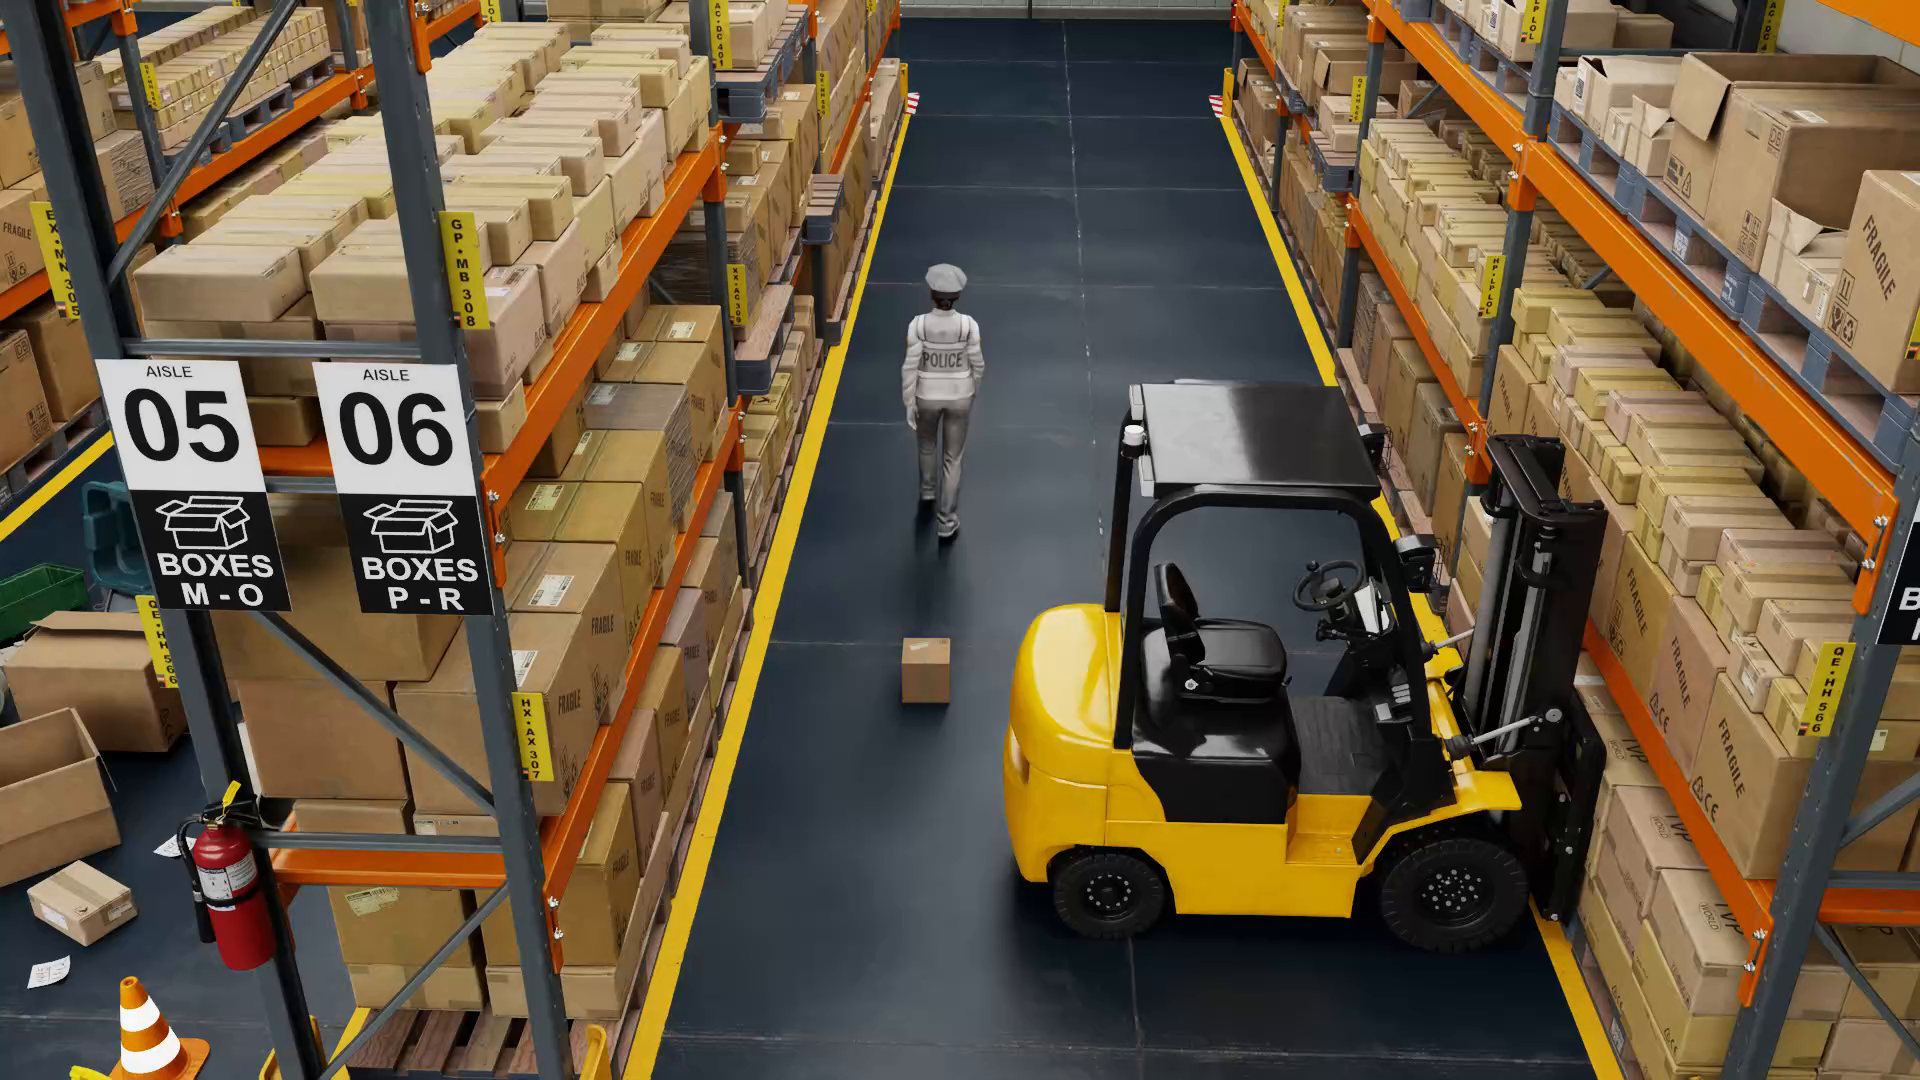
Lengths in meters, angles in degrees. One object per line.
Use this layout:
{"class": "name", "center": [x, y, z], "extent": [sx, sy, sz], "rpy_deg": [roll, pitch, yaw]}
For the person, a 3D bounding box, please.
{"class": "person", "center": [-0.095, -0.869, 10.237], "extent": [0.497, 1.722, 0.724], "rpy_deg": [1, 28, 3]}
